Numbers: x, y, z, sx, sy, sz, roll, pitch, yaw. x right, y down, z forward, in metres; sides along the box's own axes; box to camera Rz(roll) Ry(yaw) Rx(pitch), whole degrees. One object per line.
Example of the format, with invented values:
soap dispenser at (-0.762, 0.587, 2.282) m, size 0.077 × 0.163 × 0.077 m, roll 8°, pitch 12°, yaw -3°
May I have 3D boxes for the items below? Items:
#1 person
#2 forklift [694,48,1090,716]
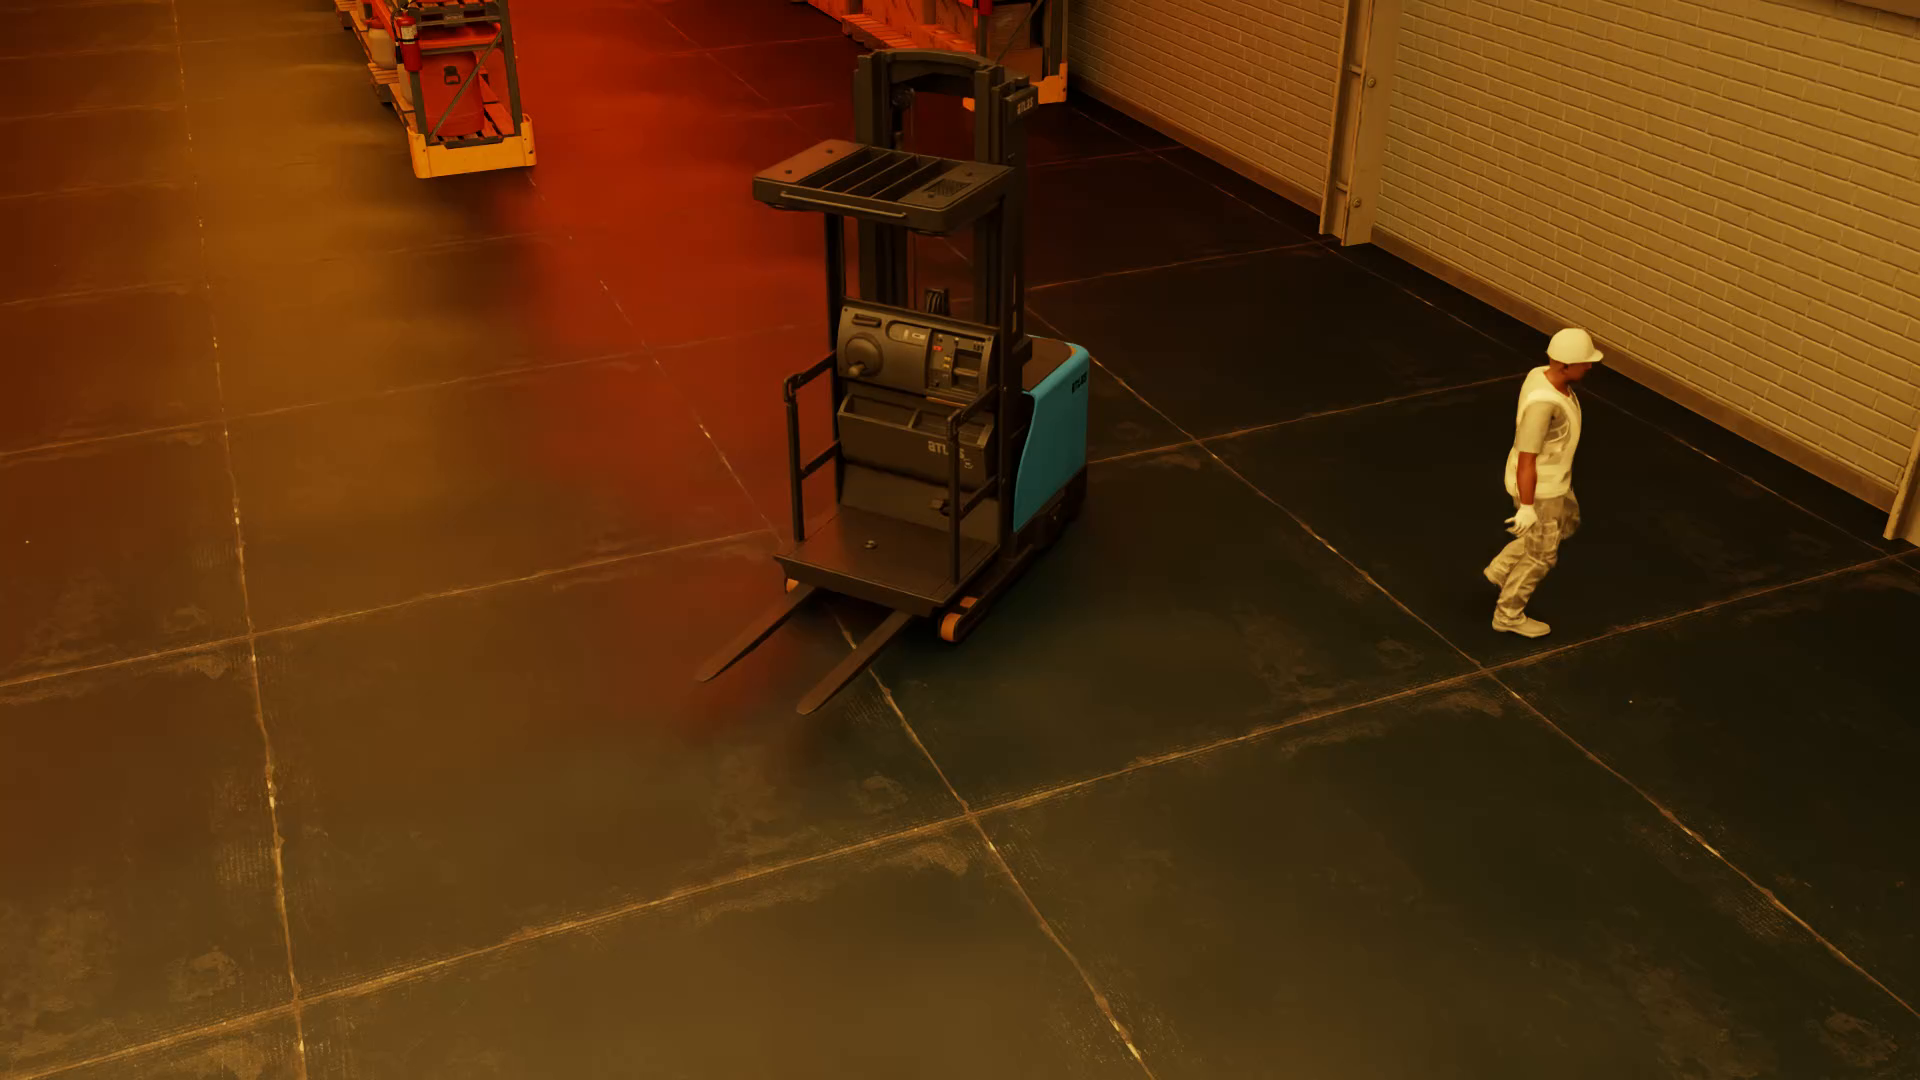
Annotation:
person at (3.121, -0.304, 8.828) m, size 0.467 × 1.764 × 0.731 m, roll 8°, pitch 31°, yaw 13°
forklift at (-0.344, -0.965, 8.807) m, size 1.130 × 2.935 × 3.031 m, roll 15°, pitch 33°, yaw 24°
